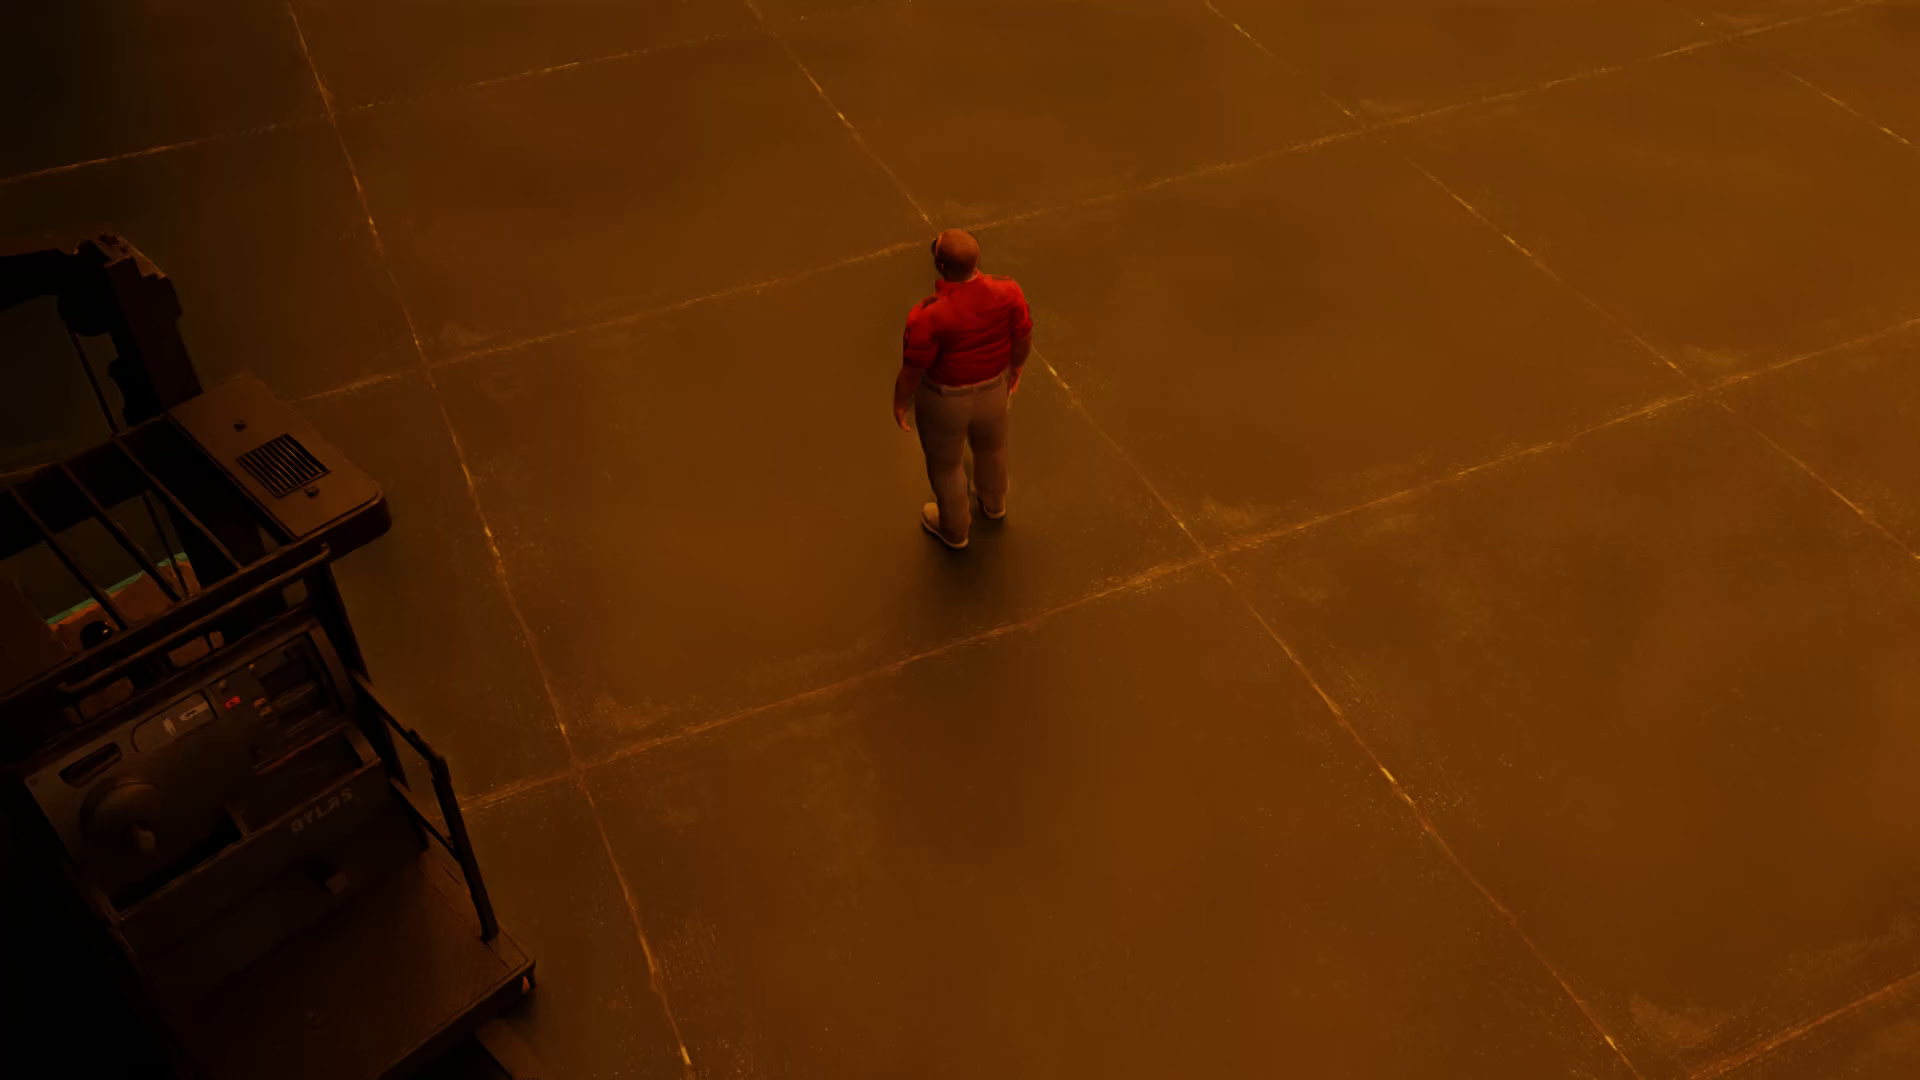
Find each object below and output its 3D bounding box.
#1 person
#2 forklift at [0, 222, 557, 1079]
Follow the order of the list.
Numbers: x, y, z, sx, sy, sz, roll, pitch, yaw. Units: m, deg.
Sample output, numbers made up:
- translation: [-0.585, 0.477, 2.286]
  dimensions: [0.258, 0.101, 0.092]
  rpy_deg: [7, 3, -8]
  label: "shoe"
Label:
- translation: [-0.027, -0.696, 7.297]
  dimensions: [0.640, 1.726, 0.550]
  rpy_deg: [-18, 46, -18]
  label: "person"
- translation: [-2.182, 0.672, 4.960]
  dimensions: [1.130, 2.935, 3.031]
  rpy_deg: [-34, 53, -31]
  label: "forklift"
